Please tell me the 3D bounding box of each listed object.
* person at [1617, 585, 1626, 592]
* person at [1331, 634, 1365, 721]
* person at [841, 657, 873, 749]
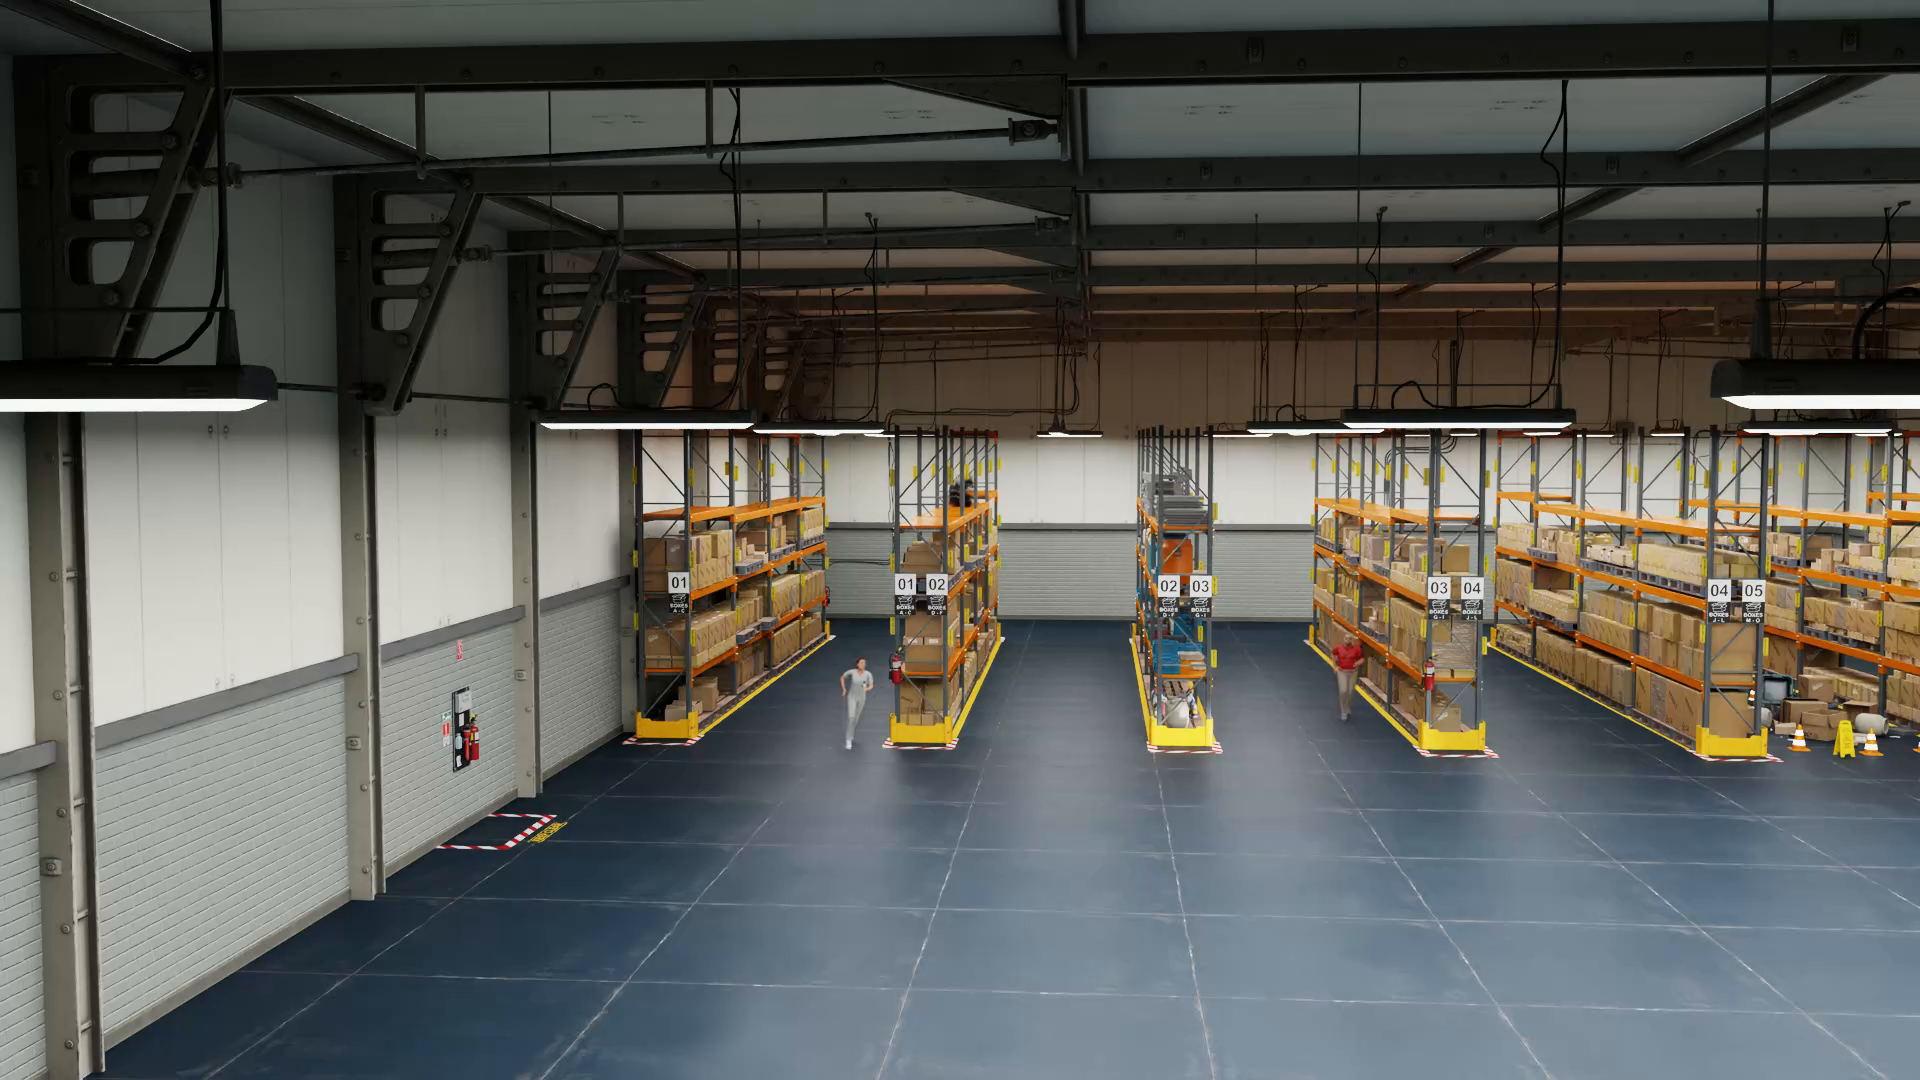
[{"bbox_3d":[18.842,2.054,47.324,0.721,1.748,0.589,1,3,11],"label":"person"},{"bbox_3d":[8.002,2.807,34.287,0.650,1.768,0.852,0,3,4],"label":"person"},{"bbox_3d":[-1.931,3.013,31.214,0.590,1.669,0.903,-1,4,-17],"label":"person"}]
